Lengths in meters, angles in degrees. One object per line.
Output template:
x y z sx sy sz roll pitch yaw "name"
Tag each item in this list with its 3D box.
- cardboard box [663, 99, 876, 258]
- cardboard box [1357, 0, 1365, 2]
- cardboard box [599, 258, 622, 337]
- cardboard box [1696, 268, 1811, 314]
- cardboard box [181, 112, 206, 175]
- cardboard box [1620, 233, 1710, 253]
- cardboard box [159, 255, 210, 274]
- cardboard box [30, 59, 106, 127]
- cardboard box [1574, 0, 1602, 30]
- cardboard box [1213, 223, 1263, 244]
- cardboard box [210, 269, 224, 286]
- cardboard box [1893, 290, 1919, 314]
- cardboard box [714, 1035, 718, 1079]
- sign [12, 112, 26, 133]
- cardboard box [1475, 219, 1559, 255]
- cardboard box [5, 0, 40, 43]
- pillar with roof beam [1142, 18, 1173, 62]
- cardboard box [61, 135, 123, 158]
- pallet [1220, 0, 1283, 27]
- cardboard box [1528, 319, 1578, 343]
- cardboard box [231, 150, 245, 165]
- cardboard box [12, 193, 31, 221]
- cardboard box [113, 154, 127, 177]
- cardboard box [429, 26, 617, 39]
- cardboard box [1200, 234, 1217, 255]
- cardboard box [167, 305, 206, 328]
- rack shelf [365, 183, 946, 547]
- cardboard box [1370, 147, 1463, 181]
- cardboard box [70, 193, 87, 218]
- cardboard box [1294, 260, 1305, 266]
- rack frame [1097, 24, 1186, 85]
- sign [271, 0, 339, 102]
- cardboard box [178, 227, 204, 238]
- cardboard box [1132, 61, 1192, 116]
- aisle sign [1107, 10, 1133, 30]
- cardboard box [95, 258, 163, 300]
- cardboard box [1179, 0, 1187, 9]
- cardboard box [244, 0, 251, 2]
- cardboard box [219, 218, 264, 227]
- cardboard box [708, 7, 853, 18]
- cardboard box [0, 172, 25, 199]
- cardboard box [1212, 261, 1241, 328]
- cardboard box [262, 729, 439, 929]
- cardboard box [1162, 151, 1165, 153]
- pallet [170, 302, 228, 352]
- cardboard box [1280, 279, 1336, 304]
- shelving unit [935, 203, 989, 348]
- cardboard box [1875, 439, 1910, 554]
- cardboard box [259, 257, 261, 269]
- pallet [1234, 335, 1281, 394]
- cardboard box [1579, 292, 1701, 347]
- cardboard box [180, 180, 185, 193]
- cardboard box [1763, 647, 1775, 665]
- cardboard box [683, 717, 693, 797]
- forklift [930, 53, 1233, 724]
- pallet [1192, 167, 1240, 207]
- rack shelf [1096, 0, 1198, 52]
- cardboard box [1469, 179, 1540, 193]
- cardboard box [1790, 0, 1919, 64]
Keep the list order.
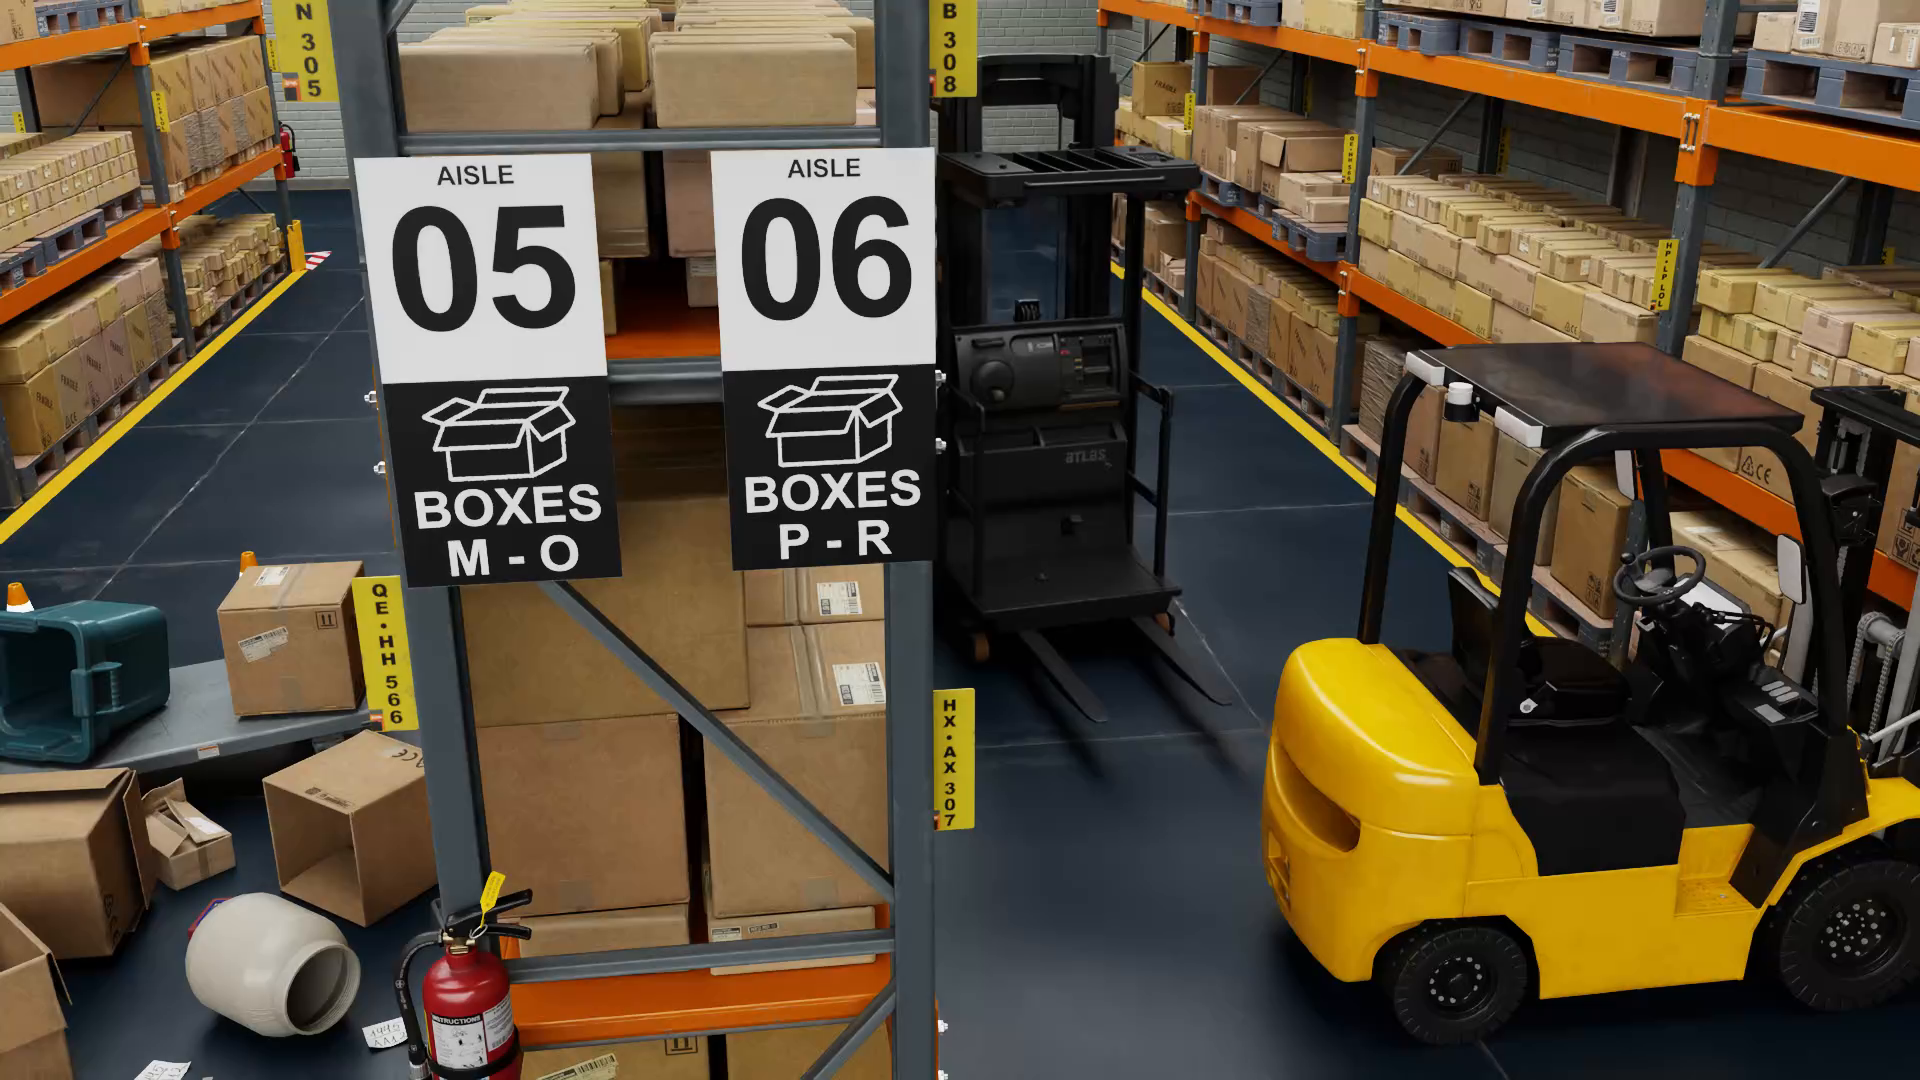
-0.365 -0.769 3.491 0.500 0.250 0.500 -3 21 -9 "cardboard box"
2.912 -3.762 11.358 0.380 0.149 0.250 -2 21 -7 "cardboard box"
-0.885 -0.505 3.352 0.380 0.149 0.250 -3 21 -8 "cardboard box"
3.531 -1.109 7.403 0.380 0.149 0.250 -2 21 -7 "cardboard box"
-7.070 -3.519 14.783 0.500 0.500 0.500 -3 21 -8 "cardboard box"
3.850 -1.584 9.101 0.380 0.149 0.250 -3 21 -8 "cardboard box"
-7.141 -2.520 15.300 0.380 0.149 0.250 -3 21 -9 "cardboard box"
-7.505 -3.781 14.057 0.500 0.500 0.500 -4 21 -10 "cardboard box"
3.319 -2.641 8.328 0.380 0.149 0.250 -3 21 -8 "cardboard box"
2.498 -2.758 14.933 0.380 0.149 0.250 -4 21 -10 "cardboard box"
-7.154 -2.476 15.607 0.380 0.149 0.250 -2 21 -5 "cardboard box"
4.170 -0.959 7.002 0.380 0.149 0.250 -3 21 -8 "cardboard box"
-1.006 1.538 5.142 0.500 0.250 0.500 -3 21 -8 "cardboard box"
-7.706 -3.353 13.670 0.100 0.325 0.005 -3 21 -8 "sign"
3.181 -1.731 9.493 0.380 0.149 0.250 -3 21 -9 "cardboard box"
-6.569 -3.602 11.142 0.500 0.500 0.500 -3 21 -8 "cardboard box"
-1.708 -8.471 20.036 9.100 9.000 0.400 -3 21 -8 "pillar with roof beam"
-6.879 -3.113 13.173 0.380 0.149 0.250 -4 21 -9 "cardboard box"
2.802 -4.243 13.271 1.213 0.211 1.003 -3 21 -8 "pallet"
3.369 -1.009 8.845 0.500 0.250 0.500 -3 21 -8 "cardboard box"
-7.301 -3.792 16.442 0.380 0.149 0.250 -4 21 -10 "cardboard box"
-6.584 -2.262 11.319 0.380 0.149 0.250 -3 21 -8 "cardboard box"
-6.878 -2.977 13.234 0.380 0.149 0.250 -3 21 -7 "cardboard box"
-0.951 -1.050 3.671 0.380 0.149 0.250 -3 21 -8 "cardboard box"
2.414 -2.706 15.220 0.380 0.149 0.250 -2 21 -5 "cardboard box"
-6.905 -1.981 14.708 0.380 0.149 0.250 -4 21 -10 "cardboard box"
-0.845 -0.868 4.995 1.077 0.370 4.000 -3 21 -8 "rack shelf"
3.282 -2.559 12.037 0.500 0.500 0.500 -2 21 -5 "cardboard box"
-6.726 -2.478 12.324 0.380 0.149 0.250 -2 21 -5 "cardboard box"
3.100 -2.371 14.322 0.380 0.149 0.250 -2 21 -6 "cardboard box"
2.049 -4.899 19.046 1.000 3.000 0.127 -3 21 -8 "rack frame"
-1.108 -0.907 2.804 0.100 0.325 0.005 -3 21 -8 "sign"
-7.821 -3.039 16.691 0.380 0.149 0.250 -4 21 -10 "cardboard box"
2.064 -4.629 17.041 0.500 0.500 0.500 -2 21 -6 "cardboard box"
1.748 -6.126 18.615 0.394 0.787 0.004 -3 21 -8 "aisle sign"
-6.812 -2.110 13.478 0.500 0.250 0.500 -3 21 -9 "cardboard box"
2.249 -4.996 15.378 0.380 0.149 0.250 -3 21 -8 "cardboard box"
-7.419 -5.554 16.725 0.500 0.250 0.500 -3 21 -9 "cardboard box"
-7.440 -3.242 17.234 0.380 0.149 0.250 -3 21 -7 "cardboard box"
-0.483 -1.344 4.461 0.380 0.149 0.250 -2 21 -6 "cardboard box"
-6.578 -2.390 11.237 0.380 0.149 0.250 -4 21 -10 "cardboard box"
2.559 -2.177 14.731 0.500 0.500 0.500 -3 21 -8 "cardboard box"
-2.325 1.117 6.508 0.500 0.500 0.500 12 24 29 "cardboard box"
2.198 -3.764 16.366 0.380 0.149 0.250 -2 21 -6 "cardboard box"
-7.302 -1.902 15.008 1.003 0.211 1.213 -3 21 -8 "pallet"
2.786 -1.983 13.285 0.380 0.149 0.250 -3 21 -9 "cardboard box"
-0.108 -1.088 10.129 0.431 2.100 0.503 -6 21 -16 "shelving unit"
3.750 -0.270 6.508 0.500 0.500 0.500 -3 21 -8 "cardboard box"
-7.326 -2.788 16.867 0.380 0.149 0.250 -3 21 -7 "cardboard box"
2.959 -1.505 13.943 1.003 0.211 1.213 -3 21 -8 "pallet"
3.455 -1.065 8.281 0.500 0.250 0.500 -3 21 -9 "cardboard box"
-6.998 -3.060 14.482 0.380 0.149 0.250 -2 21 -6 "cardboard box"
3.617 0.470 7.285 0.500 0.250 0.500 -3 21 -8 "cardboard box"
-0.975 0.359 4.401 0.500 0.500 0.500 -3 21 -8 "cardboard box"
0.489 -0.892 8.416 1.130 2.935 3.031 -6 21 -16 "forklift"
2.632 -3.142 14.616 1.003 0.211 1.213 -3 21 -8 "pallet"
2.337 -5.275 16.793 1.077 0.370 4.000 -3 21 -8 "rack shelf"
3.597 -2.292 10.997 0.380 0.149 0.250 -2 21 -6 "cardboard box"
3.657 -2.051 6.517 0.500 0.311 0.500 -2 21 -7 "cardboard box"
